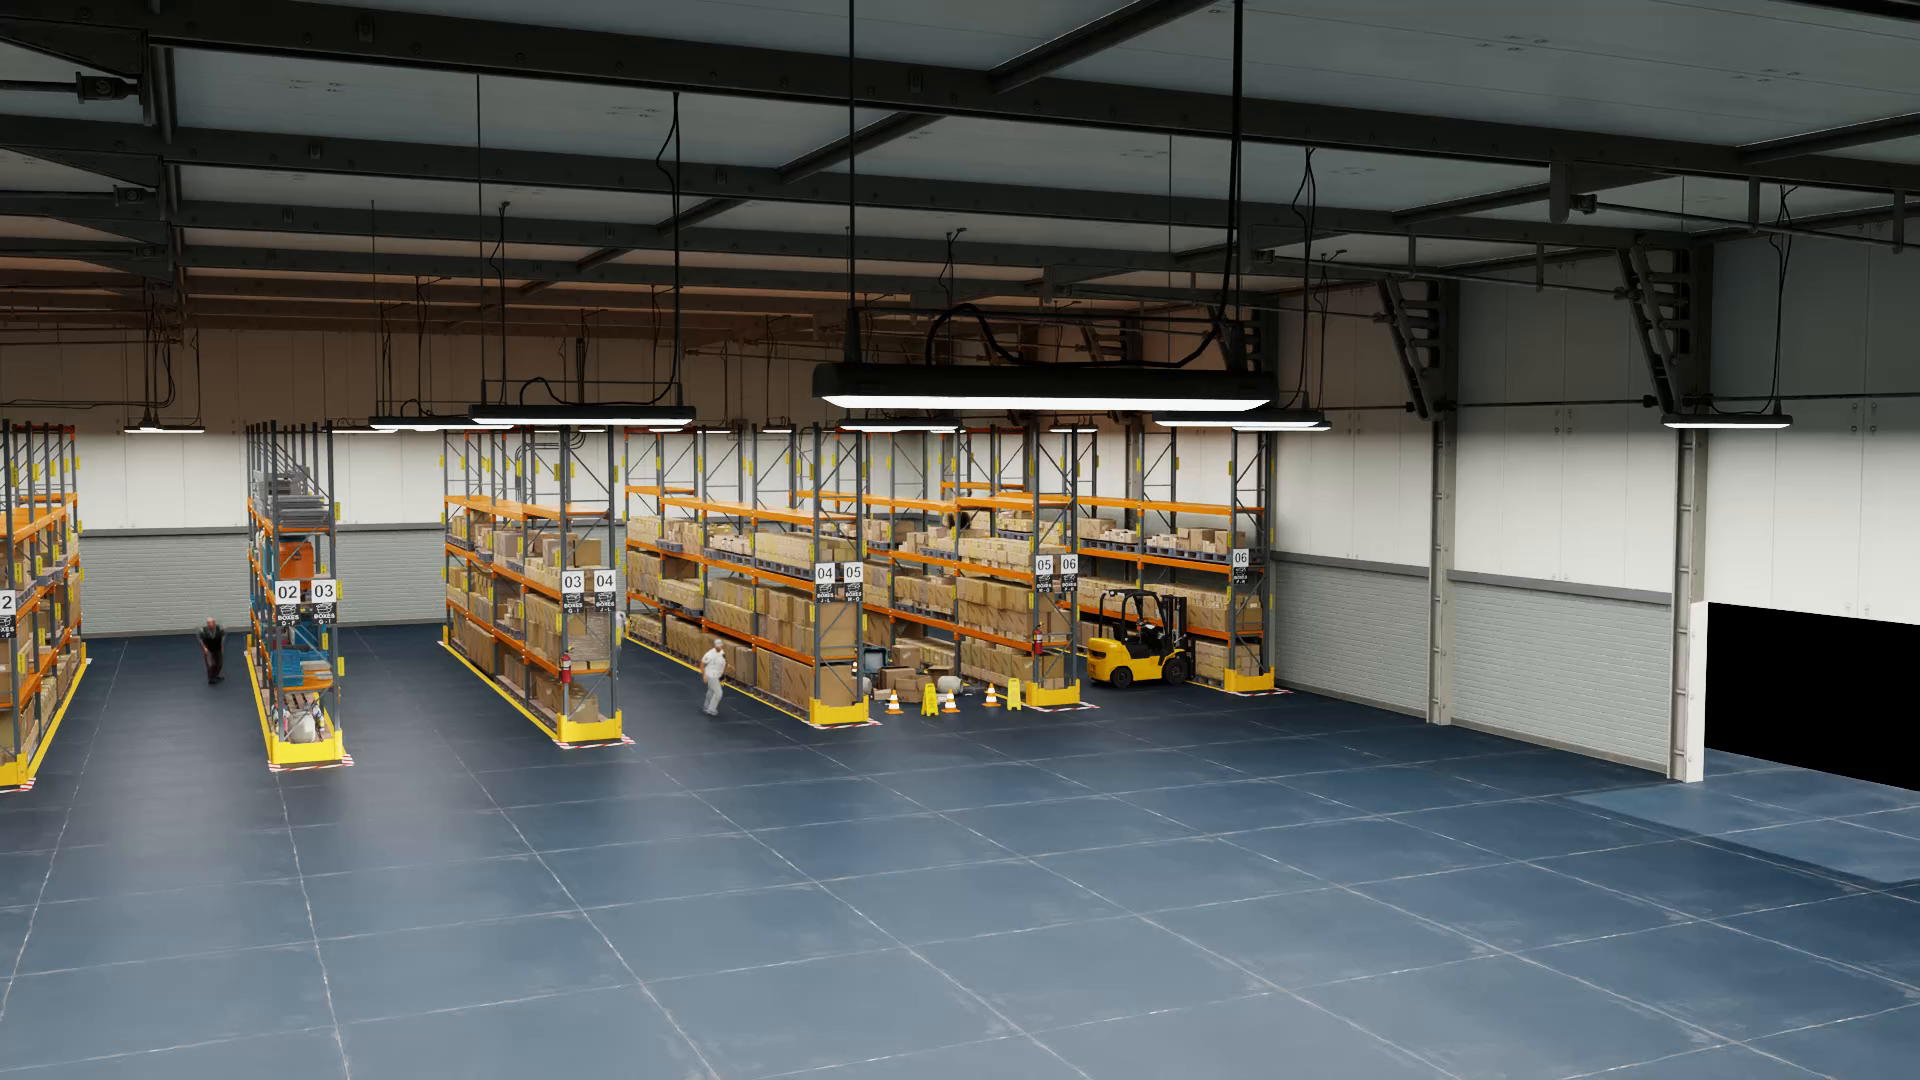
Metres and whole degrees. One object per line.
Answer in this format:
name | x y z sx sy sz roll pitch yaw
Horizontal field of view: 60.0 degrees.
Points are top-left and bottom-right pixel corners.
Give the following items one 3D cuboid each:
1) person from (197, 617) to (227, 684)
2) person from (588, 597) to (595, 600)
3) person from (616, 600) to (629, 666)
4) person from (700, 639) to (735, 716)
person | -17.266 2.541 38.397 0.688 1.572 0.857 -3 5 -42
person | -10.038 2.040 45.506 0.655 1.712 0.713 -1 4 -21
person | -8.479 2.319 41.096 0.628 1.673 0.641 -2 4 -26
person | -5.005 2.830 34.223 0.806 1.640 0.631 1 4 17
